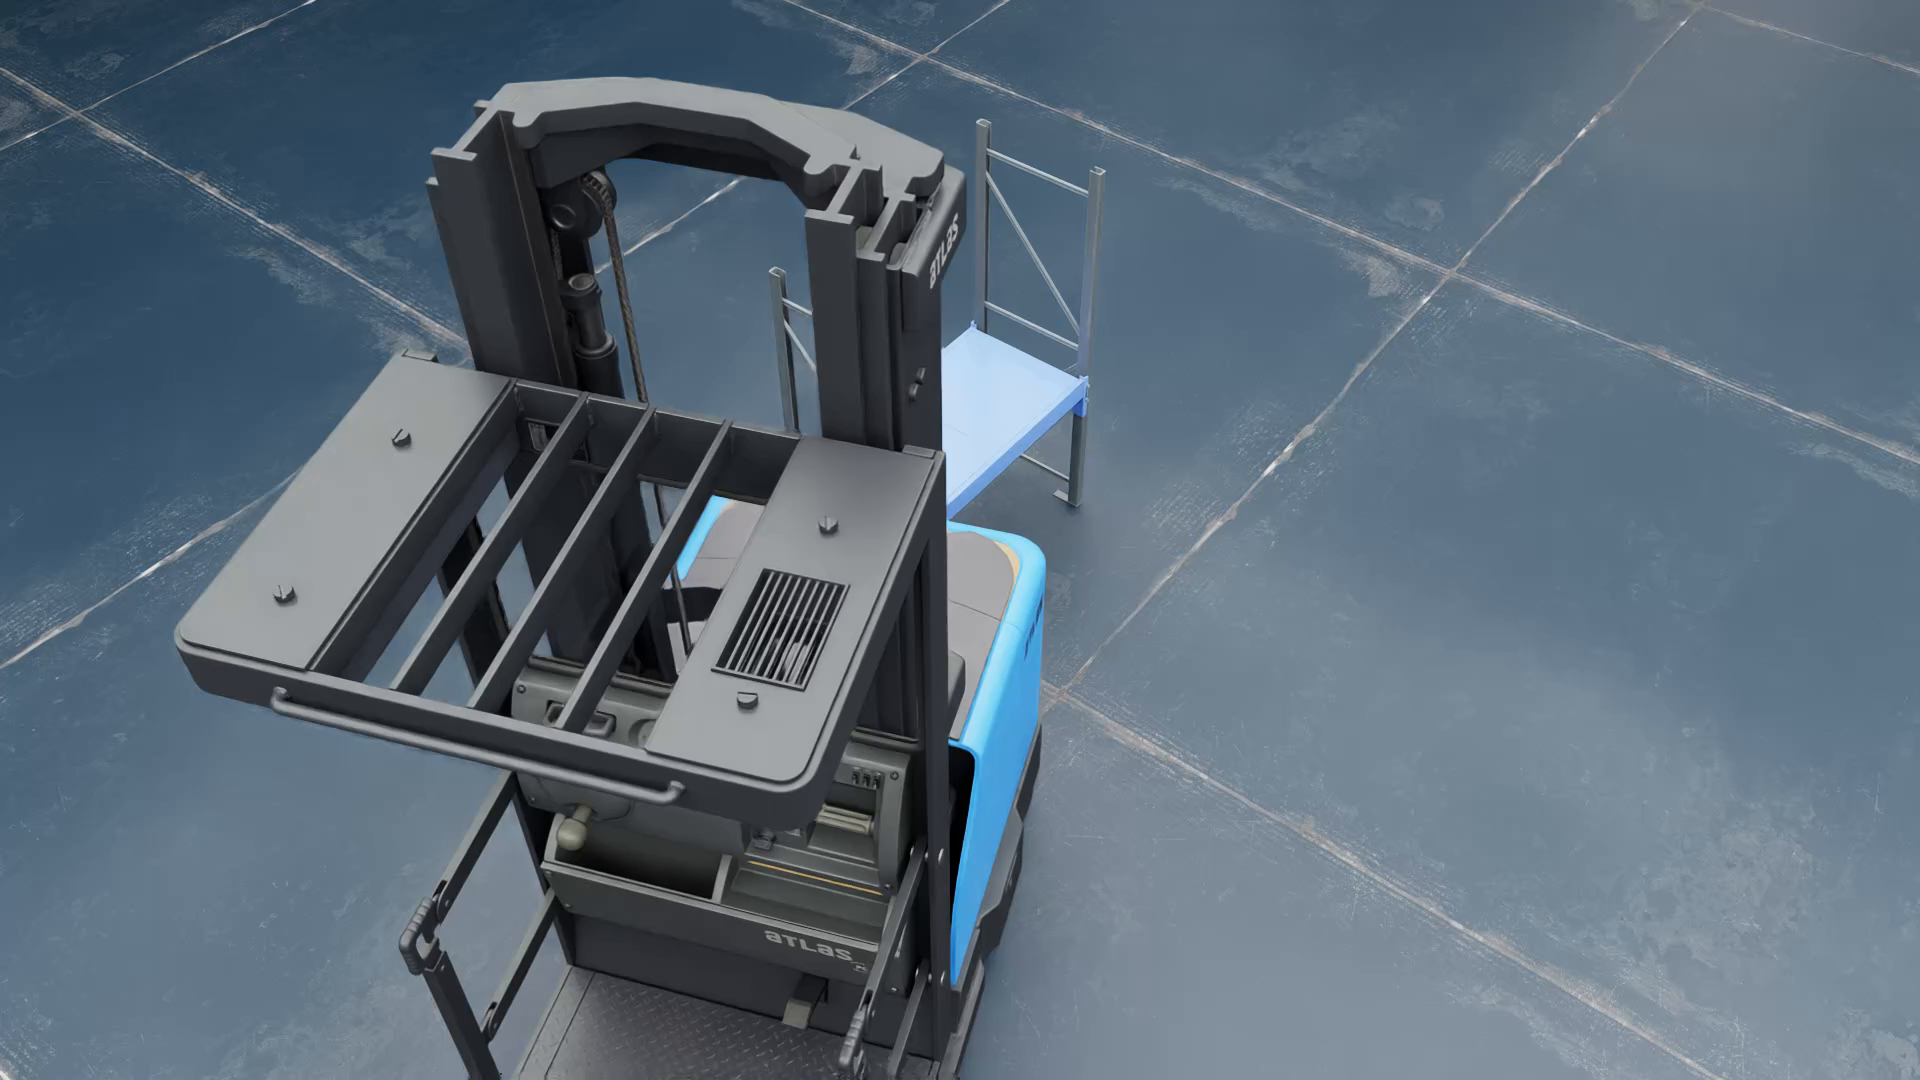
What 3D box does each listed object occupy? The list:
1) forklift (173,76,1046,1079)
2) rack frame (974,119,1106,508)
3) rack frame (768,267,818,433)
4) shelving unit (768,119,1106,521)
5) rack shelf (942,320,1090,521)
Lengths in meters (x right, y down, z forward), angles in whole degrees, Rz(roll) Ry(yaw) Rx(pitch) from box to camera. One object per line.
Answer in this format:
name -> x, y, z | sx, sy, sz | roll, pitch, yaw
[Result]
forklift -> -0.627, 0.661, 3.592 | 1.130, 2.935, 3.031 | 11, 47, 11
rack frame -> 0.259, -0.760, 5.939 | 0.500, 1.500, 0.032 | 29, 53, 25
rack frame -> -0.363, -0.178, 5.383 | 0.500, 1.500, 0.032 | 29, 53, 25
shelving unit -> -0.052, -0.469, 5.661 | 0.538, 1.500, 1.048 | 29, 53, 25
rack shelf -> -0.052, -0.345, 5.791 | 0.538, 0.185, 1.000 | 29, 53, 25
